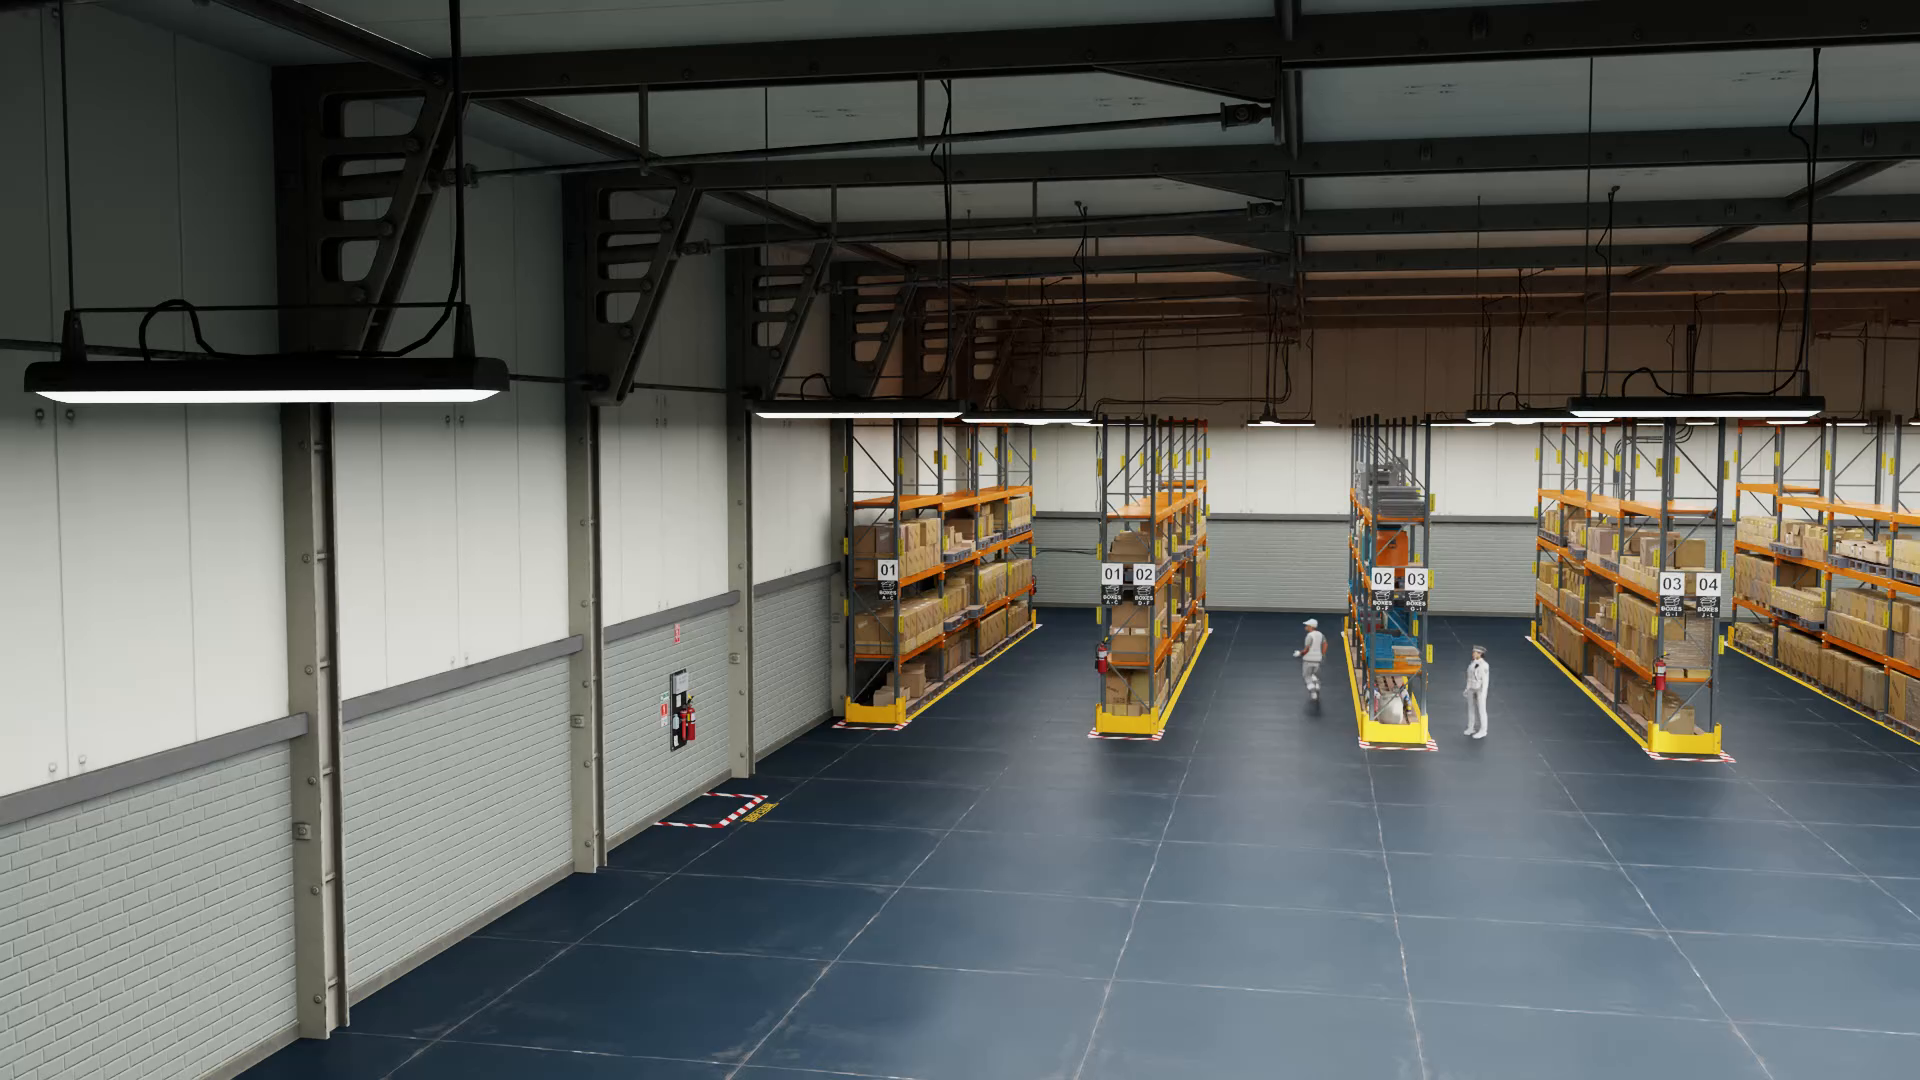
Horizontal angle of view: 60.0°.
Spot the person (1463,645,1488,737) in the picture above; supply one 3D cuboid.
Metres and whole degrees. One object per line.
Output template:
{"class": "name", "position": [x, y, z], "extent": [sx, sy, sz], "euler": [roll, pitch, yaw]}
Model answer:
{"class": "person", "position": [9.638, 2.808, 31.036], "extent": [0.373, 1.687, 0.526], "euler": [-2, 4, -32]}

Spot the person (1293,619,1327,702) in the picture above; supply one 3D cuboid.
{"class": "person", "position": [7.410, 2.520, 35.090], "extent": [0.729, 1.723, 0.527], "euler": [-2, 4, -22]}
